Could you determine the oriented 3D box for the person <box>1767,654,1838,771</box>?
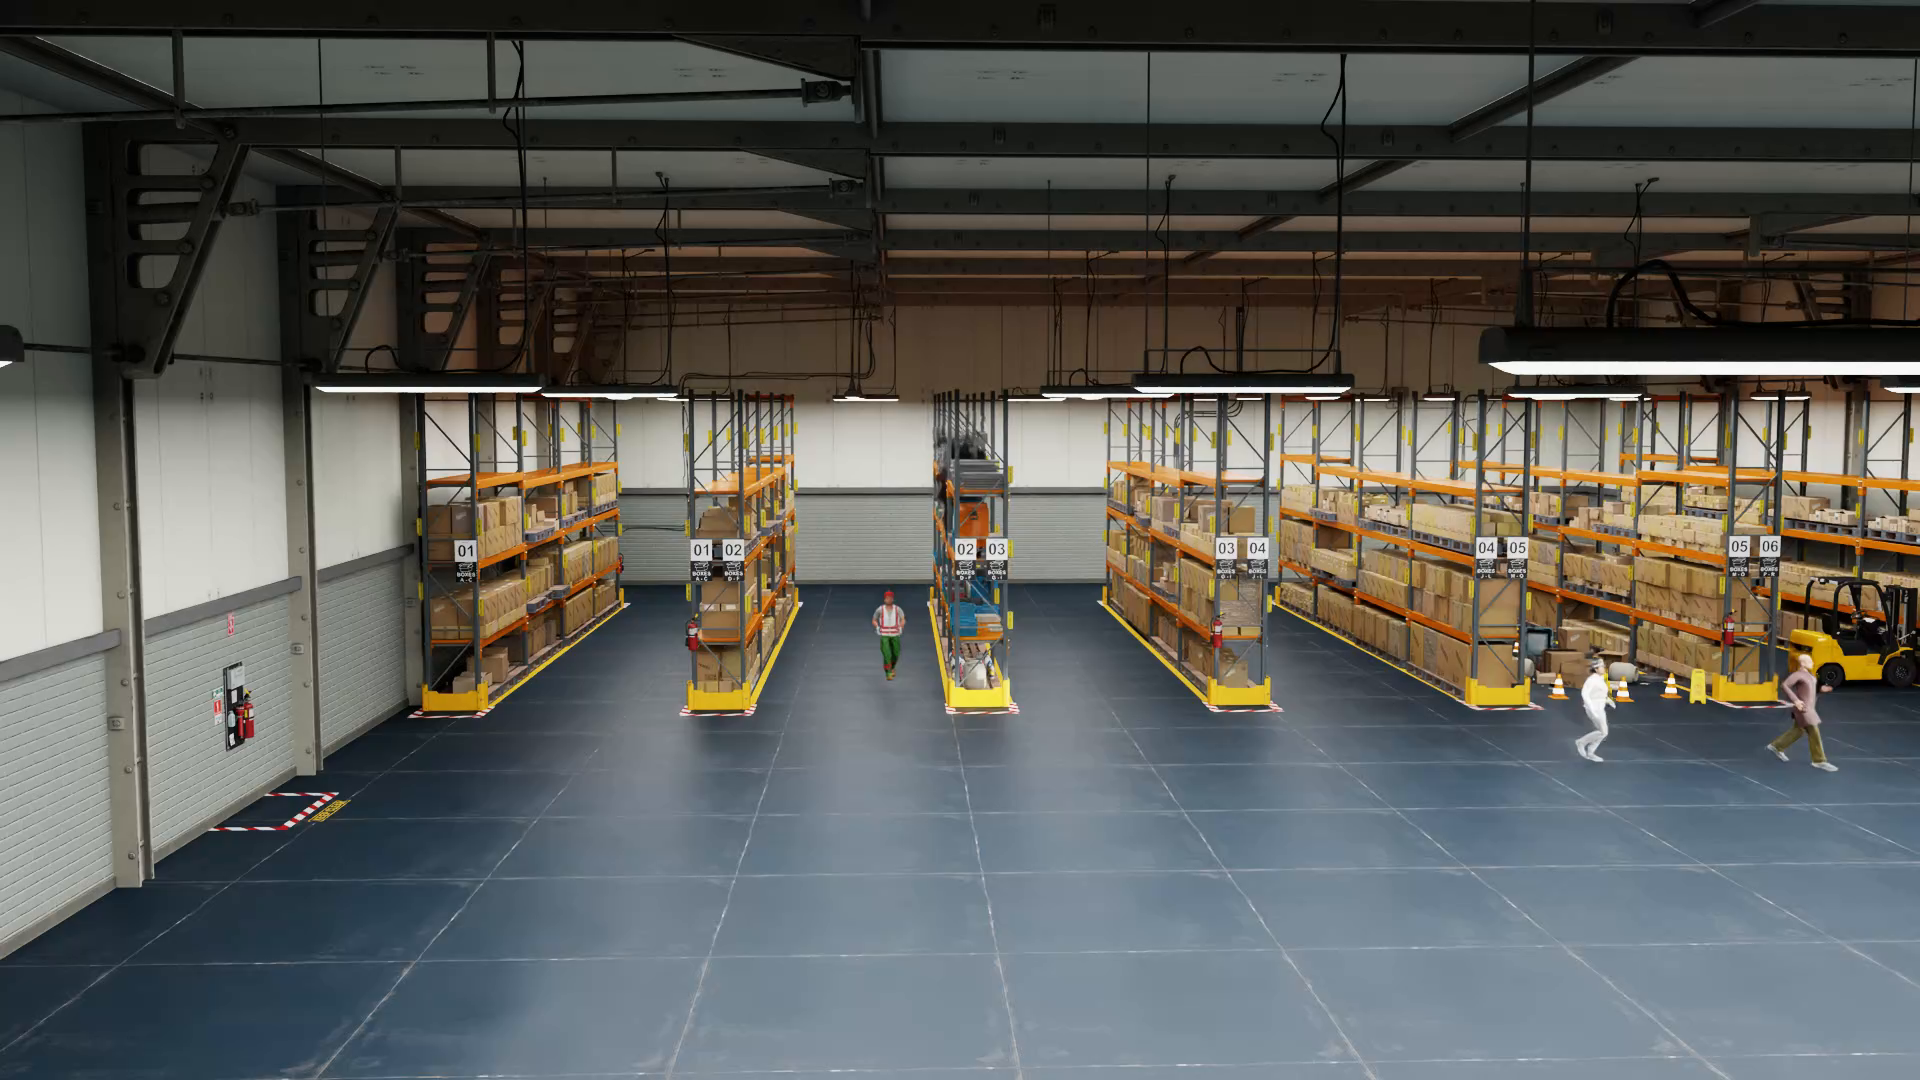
[{"bbox_3d":[13.255,2.676,26.117,1.054,1.775,0.697,4,6,37],"label":"person"}]

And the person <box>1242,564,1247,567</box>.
[{"bbox_3d":[7.875,1.149,46.259,0.612,1.625,0.524,0,5,2],"label":"person"}]

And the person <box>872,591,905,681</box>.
[{"bbox_3d":[-1.397,1.888,32.780,0.653,1.749,0.565,-1,5,-8],"label":"person"}]

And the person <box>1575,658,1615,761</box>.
[{"bbox_3d":[10.223,2.726,26.738,0.543,1.653,0.634,3,6,34],"label":"person"}]
